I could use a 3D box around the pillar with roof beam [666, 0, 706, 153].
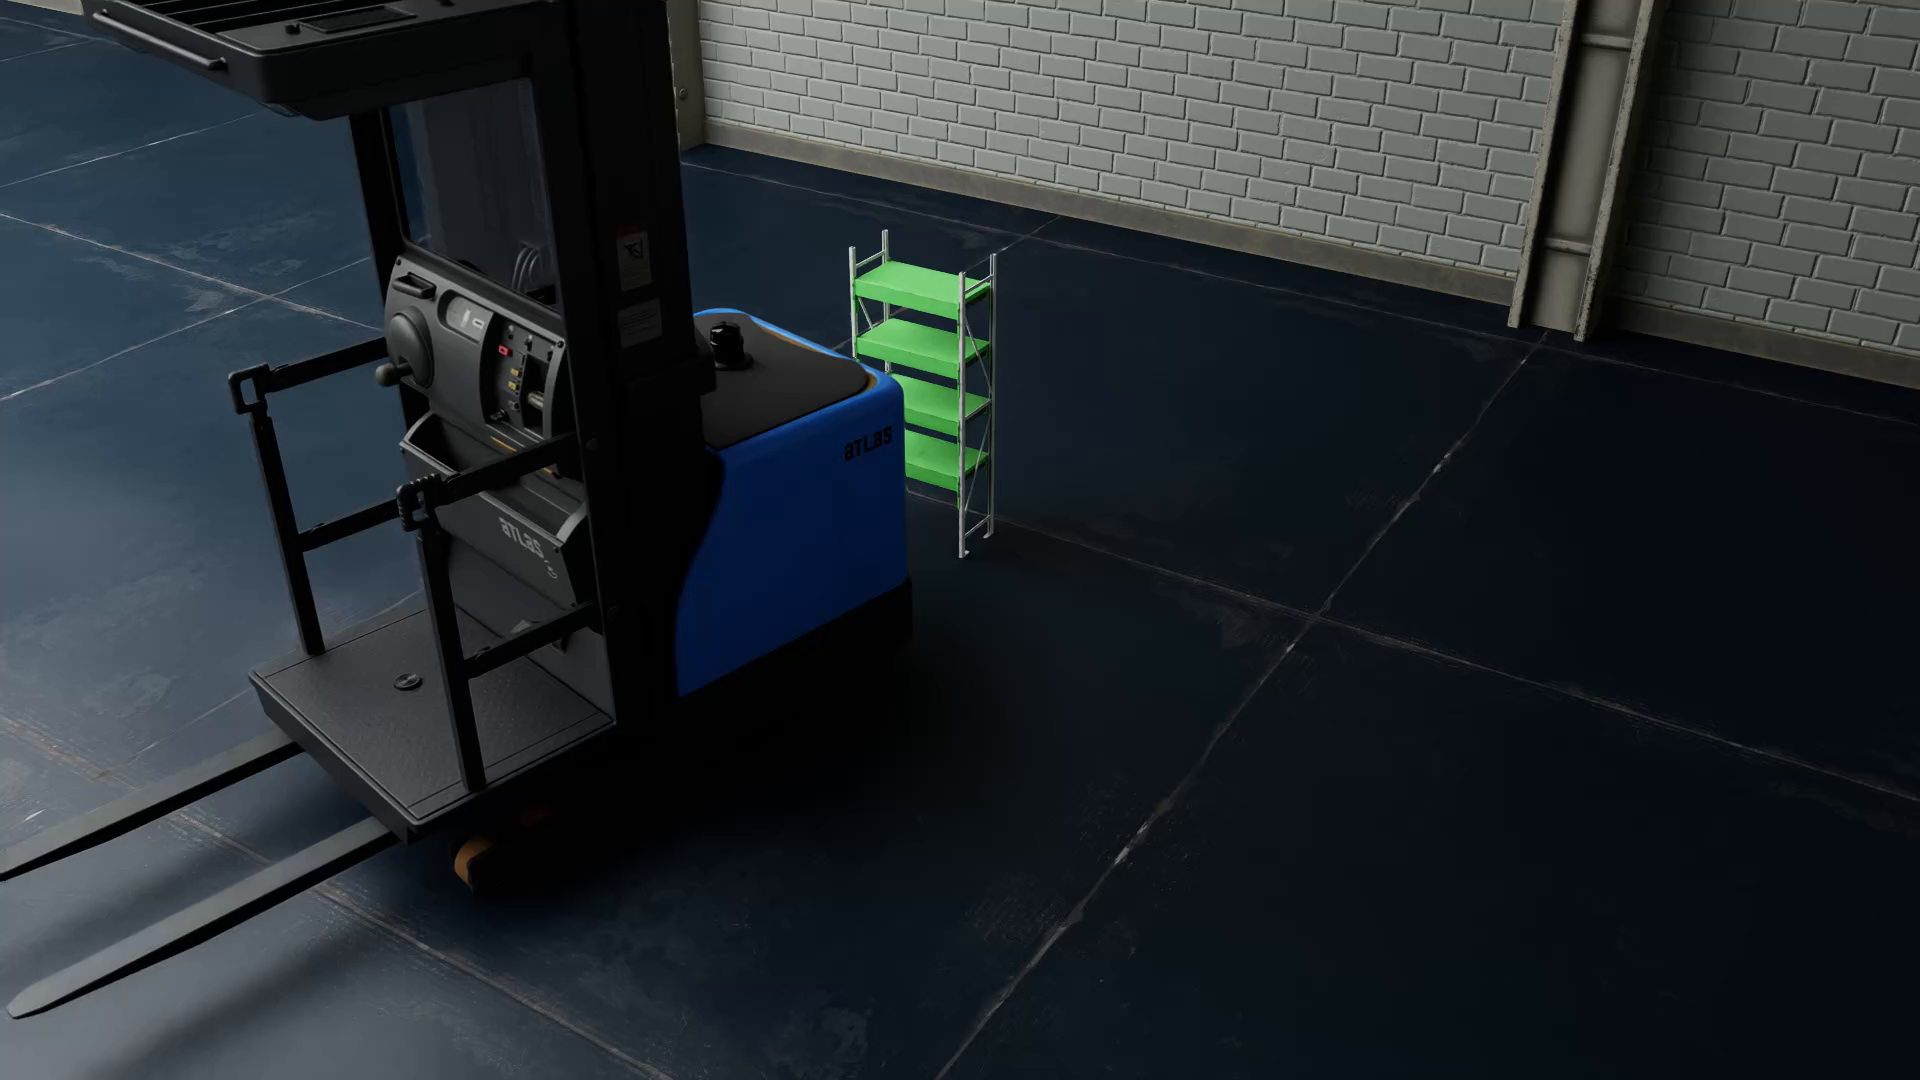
[{"bbox_3d":[-4.270,-4.785,6.022,0.400,9.000,9.100,18,35,27],"label":"pillar with roof beam"}]

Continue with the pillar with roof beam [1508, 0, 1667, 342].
[{"bbox_3d":[0.812,-3.178,3.266,0.400,9.000,9.100,18,35,27],"label":"pillar with roof beam"}]

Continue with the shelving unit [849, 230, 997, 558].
[{"bbox_3d":[-0.140,-0.563,6.524,0.503,1.200,0.258,18,35,27],"label":"shelving unit"}]

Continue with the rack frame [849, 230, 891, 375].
[{"bbox_3d":[-0.347,-0.628,6.636,0.015,1.200,0.240,18,35,27],"label":"rack frame"}]

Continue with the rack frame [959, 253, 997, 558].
[{"bbox_3d":[0.066,-0.497,6.412,0.015,1.200,0.240,18,35,27],"label":"rack frame"}]

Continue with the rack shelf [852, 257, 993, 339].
[{"bbox_3d":[-0.140,-0.922,6.314,0.480,0.148,0.258,18,35,27],"label":"rack shelf"}]

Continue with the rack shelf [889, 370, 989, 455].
[{"bbox_3d":[-0.140,-0.507,6.556,0.480,0.148,0.258,18,35,27],"label":"rack shelf"}]

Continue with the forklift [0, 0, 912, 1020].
[{"bbox_3d":[-1.570,-0.515,4.725,1.130,2.935,3.031,27,40,38],"label":"forklift"}]

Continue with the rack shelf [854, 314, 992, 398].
[{"bbox_3d":[-0.140,-0.715,6.435,0.480,0.148,0.258,18,35,27],"label":"rack shelf"}]

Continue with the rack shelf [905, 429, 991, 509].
[{"bbox_3d":[-0.140,-0.300,6.677,0.480,0.148,0.258,18,35,27],"label":"rack shelf"}]
